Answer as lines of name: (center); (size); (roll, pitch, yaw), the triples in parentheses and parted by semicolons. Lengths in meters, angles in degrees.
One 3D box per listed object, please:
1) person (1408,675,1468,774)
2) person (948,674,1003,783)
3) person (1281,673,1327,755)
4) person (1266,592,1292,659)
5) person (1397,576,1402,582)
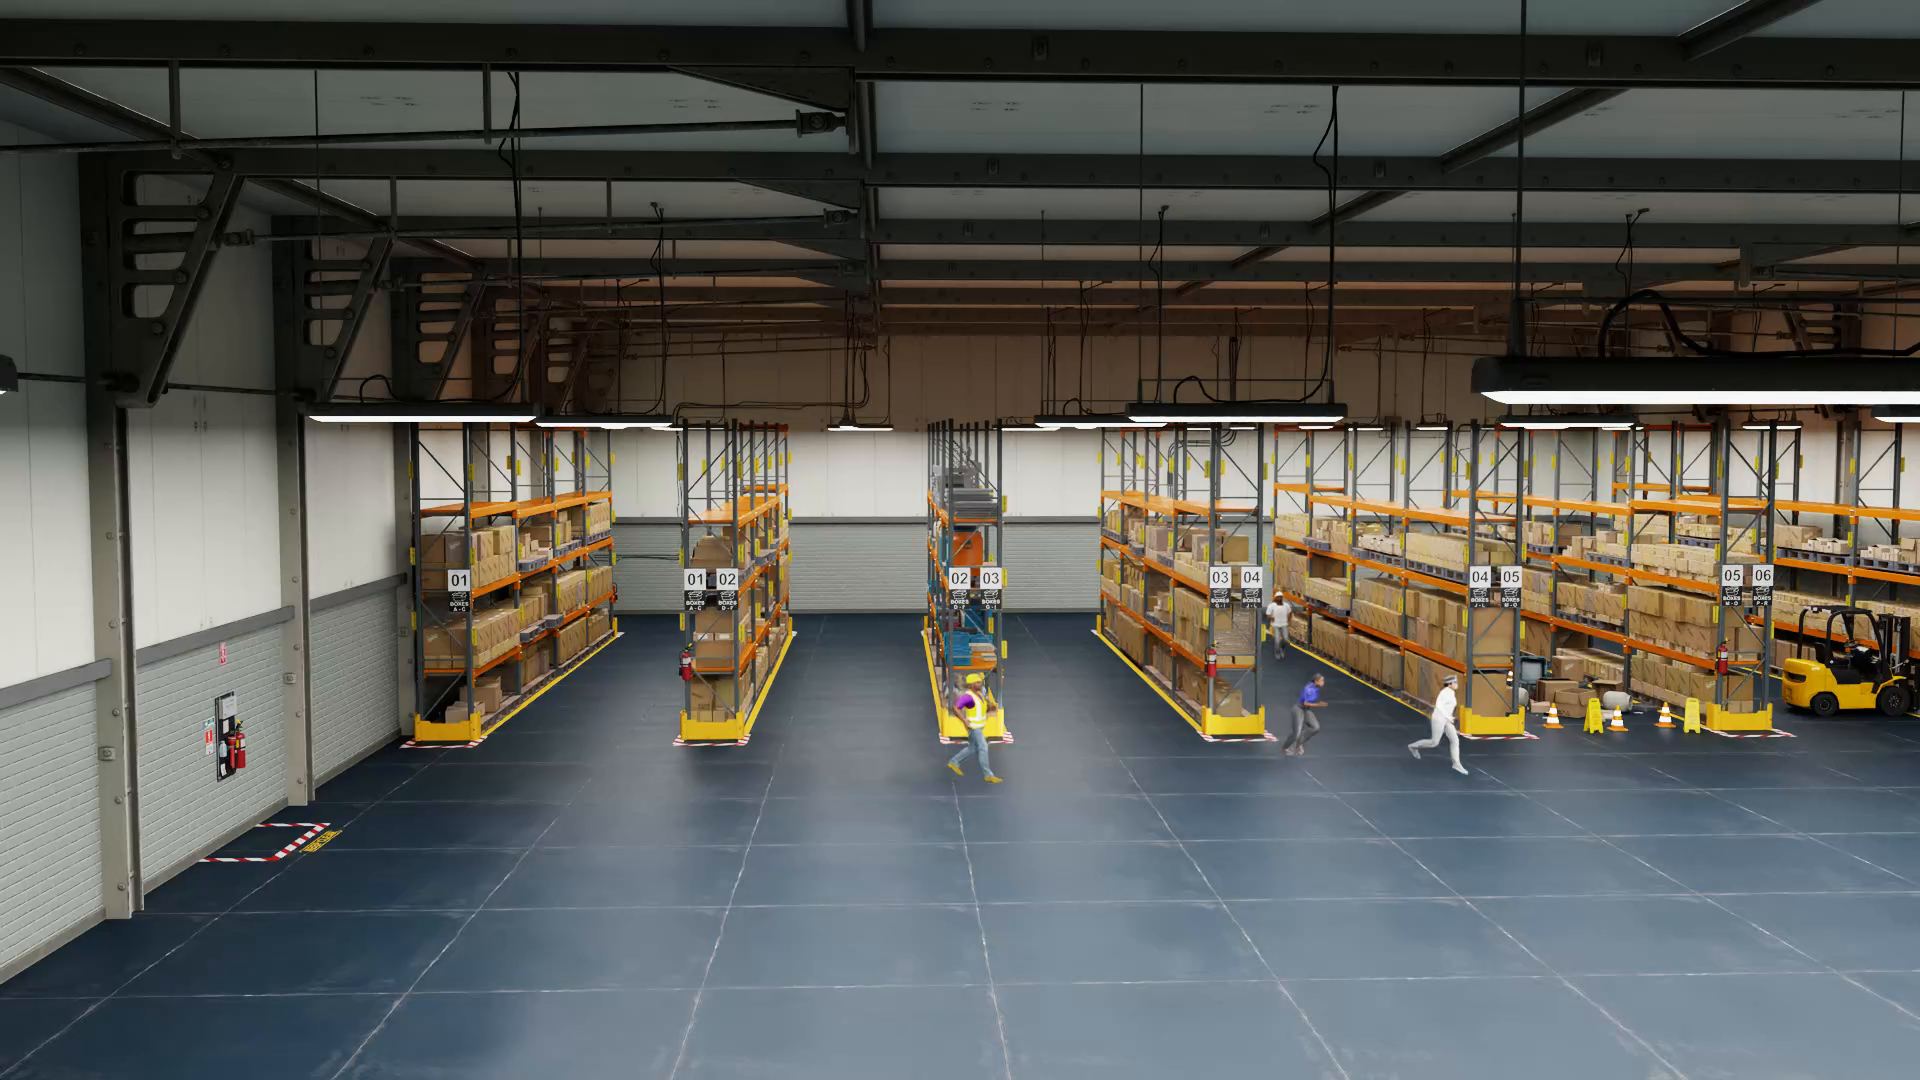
person: (8.141, 3.095, 28.246); (1.032, 1.674, 0.619); (3, 5, 37)
person: (0.246, 3.066, 27.243); (0.989, 1.754, 0.700); (1, 4, 17)
person: (6.128, 3.076, 29.472); (0.909, 1.507, 0.599); (3, 5, 38)
person: (8.078, 2.166, 41.939); (0.688, 1.721, 0.582); (0, 4, -2)
person: (13.196, 1.799, 49.336); (0.614, 1.578, 0.560); (0, 4, 8)
